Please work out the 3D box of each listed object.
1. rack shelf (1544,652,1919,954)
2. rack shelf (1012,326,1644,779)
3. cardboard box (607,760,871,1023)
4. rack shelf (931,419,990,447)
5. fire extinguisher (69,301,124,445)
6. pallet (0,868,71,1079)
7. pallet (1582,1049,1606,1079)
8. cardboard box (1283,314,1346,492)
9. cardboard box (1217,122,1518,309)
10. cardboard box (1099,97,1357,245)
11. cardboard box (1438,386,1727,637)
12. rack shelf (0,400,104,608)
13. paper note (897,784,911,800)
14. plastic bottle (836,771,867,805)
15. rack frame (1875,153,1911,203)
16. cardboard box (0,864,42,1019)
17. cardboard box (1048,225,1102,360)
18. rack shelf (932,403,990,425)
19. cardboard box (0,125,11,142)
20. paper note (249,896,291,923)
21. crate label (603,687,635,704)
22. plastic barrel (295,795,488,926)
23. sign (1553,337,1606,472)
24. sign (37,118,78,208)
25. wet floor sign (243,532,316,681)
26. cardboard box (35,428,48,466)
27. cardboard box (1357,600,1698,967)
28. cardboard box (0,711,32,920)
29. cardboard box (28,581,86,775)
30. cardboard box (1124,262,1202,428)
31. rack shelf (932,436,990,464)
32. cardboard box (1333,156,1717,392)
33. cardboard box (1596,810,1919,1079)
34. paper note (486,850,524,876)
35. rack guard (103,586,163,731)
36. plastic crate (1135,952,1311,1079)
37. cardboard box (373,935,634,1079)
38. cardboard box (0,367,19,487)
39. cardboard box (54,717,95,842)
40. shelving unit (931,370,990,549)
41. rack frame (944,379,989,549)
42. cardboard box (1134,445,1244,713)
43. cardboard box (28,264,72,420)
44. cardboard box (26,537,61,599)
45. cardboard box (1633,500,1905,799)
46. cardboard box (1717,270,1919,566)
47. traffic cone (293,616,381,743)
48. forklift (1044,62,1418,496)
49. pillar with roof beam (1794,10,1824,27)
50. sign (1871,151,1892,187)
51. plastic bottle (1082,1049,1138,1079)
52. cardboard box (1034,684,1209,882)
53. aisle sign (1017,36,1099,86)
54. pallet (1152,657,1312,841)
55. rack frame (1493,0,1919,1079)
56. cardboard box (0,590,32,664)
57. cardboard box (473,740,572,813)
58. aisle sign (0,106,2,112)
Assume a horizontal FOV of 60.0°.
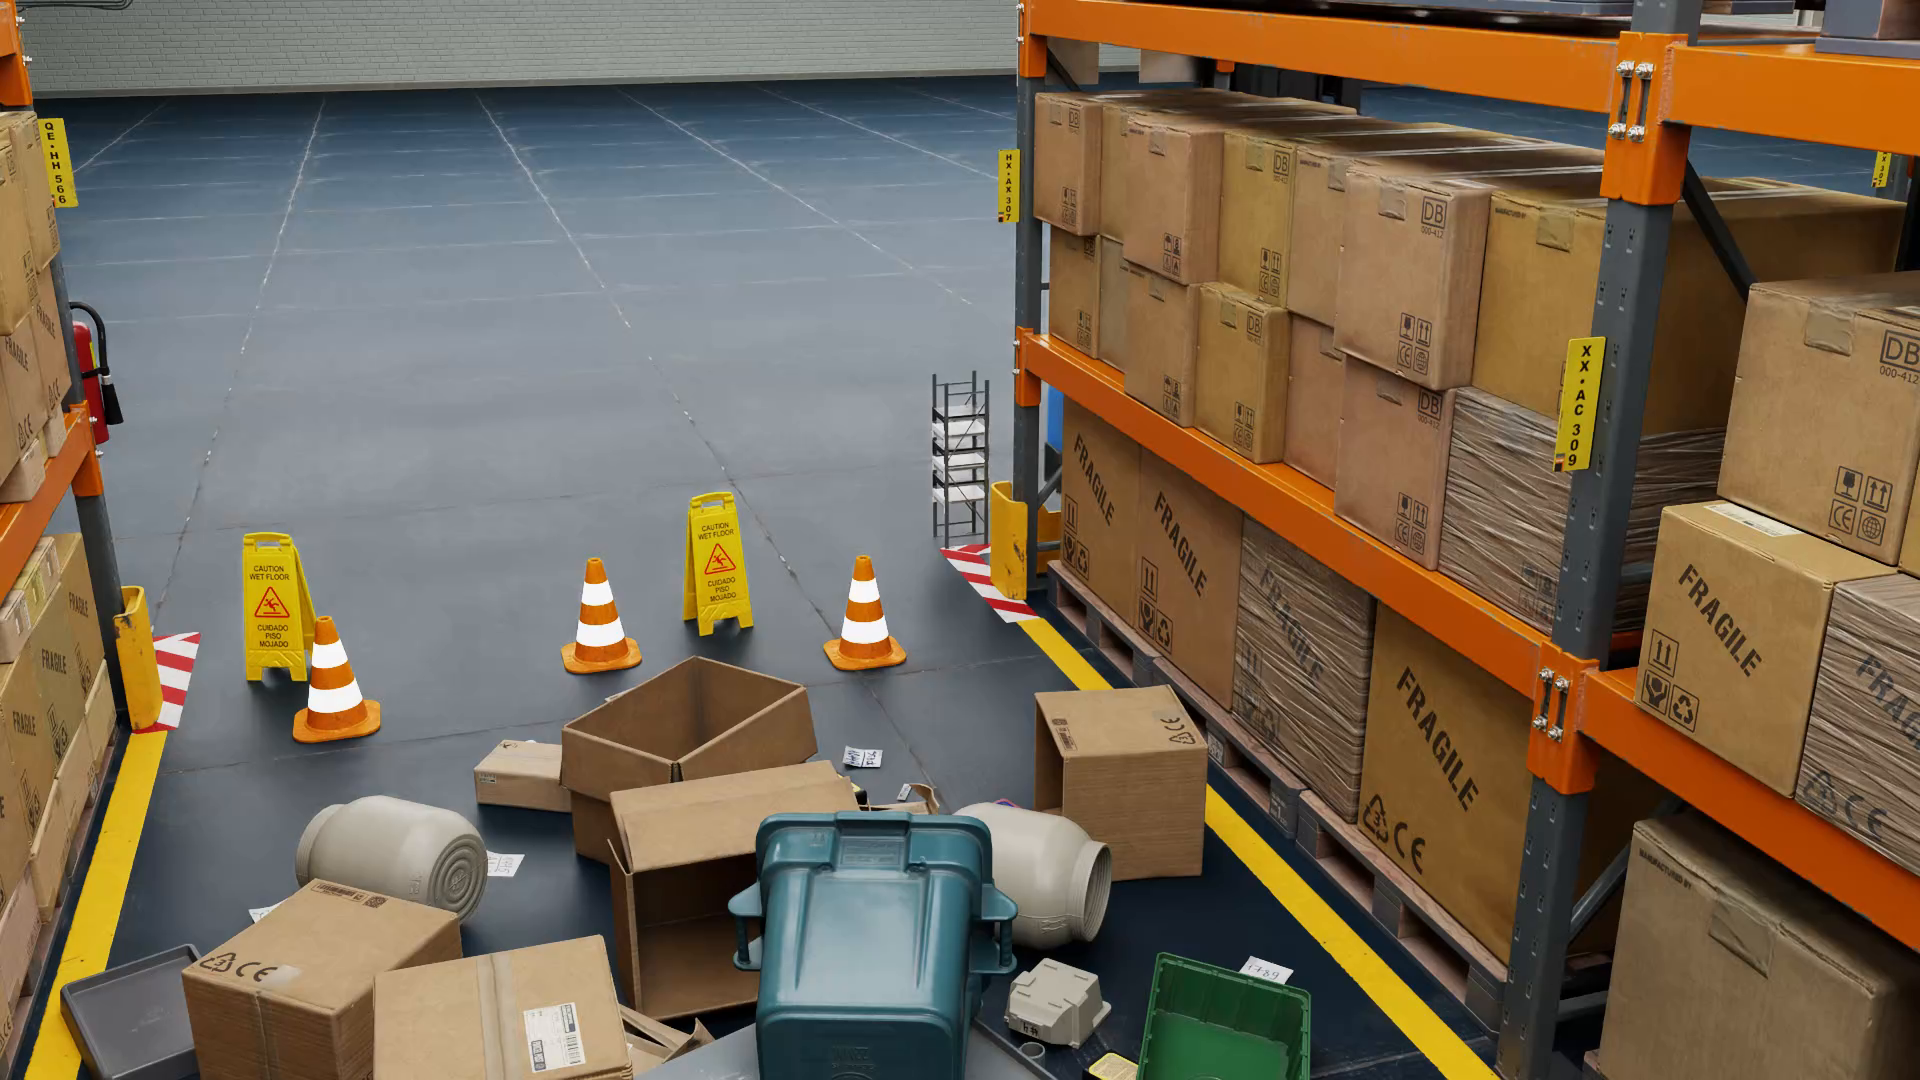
[{"bbox_3d":[2.637,1.042,2.641,1.077,0.370,4.000,-6,21,-17],"label":"rack shelf"},{"bbox_3d":[1.380,-0.241,6.215,1.077,0.370,4.000,-6,21,-17],"label":"rack shelf"},{"bbox_3d":[-0.659,1.042,5.071,0.797,0.637,0.503,-6,21,-17],"label":"cardboard box"},{"bbox_3d":[0.002,-0.559,8.708,0.258,0.077,0.200,-6,21,-17],"label":"rack shelf"},{"bbox_3d":[-3.515,-0.712,6.577,0.296,0.674,0.183,-6,21,-17],"label":"fire extinguisher"},{"bbox_3d":[-3.291,1.329,4.905,1.003,0.211,1.213,-6,21,-17],"label":"pallet"},{"bbox_3d":[2.322,1.614,4.111,1.003,0.211,1.213,-6,21,-17],"label":"pallet"},{"bbox_3d":[1.629,-0.486,5.609,0.875,0.550,0.550,-6,21,-17],"label":"cardboard box"},{"bbox_3d":[1.429,-1.160,5.890,0.875,0.550,0.500,-6,21,-17],"label":"cardboard box"},{"bbox_3d":[1.091,-1.510,6.865,0.875,0.550,0.550,-6,21,-17],"label":"cardboard box"},{"bbox_3d":[1.881,-0.126,4.607,0.875,0.550,0.550,-6,21,-17],"label":"cardboard box"},{"bbox_3d":[-3.288,0.317,4.660,1.077,0.370,4.000,-6,21,-17],"label":"rack shelf"},{"bbox_3d":[-0.208,0.948,6.261,0.032,0.001,0.123,4,20,11],"label":"paper note"},{"bbox_3d":[-0.440,0.948,6.187,0.133,0.061,0.283,-15,25,-36],"label":"plastic bottle"},{"bbox_3d":[5.492,-1.716,9.257,1.000,3.000,0.127,-6,21,-17],"label":"rack frame"},{"bbox_3d":[-2.936,1.159,4.699,0.500,0.250,0.500,-7,21,-18],"label":"cardboard box"},{"bbox_3d":[0.911,-1.178,7.537,0.875,0.550,0.550,-6,21,-17],"label":"cardboard box"},{"bbox_3d":[0.002,-0.644,8.677,0.258,0.077,0.200,-6,21,-17],"label":"rack shelf"},{"bbox_3d":[-3.396,-1.017,5.243,0.700,0.500,0.500,-6,21,-17],"label":"cardboard box"},{"bbox_3d":[-2.239,1.227,5.456,0.142,0.019,0.148,-15,25,-36],"label":"paper note"},{"bbox_3d":[-1.304,0.704,6.755,0.298,0.136,0.250,17,26,39],"label":"crate label"},{"bbox_3d":[-1.830,1.051,5.363,0.512,0.421,0.421,8,21,20],"label":"plastic barrel"},{"bbox_3d":[1.482,-0.323,3.981,0.100,0.325,0.005,-6,21,-17],"label":"sign"},{"bbox_3d":[-3.383,-1.409,6.223,0.100,0.325,0.005,-6,21,-17],"label":"sign"},{"bbox_3d":[-2.960,0.270,7.210,0.267,0.644,0.232,1,20,2],"label":"wet floor sign"},{"bbox_3d":[-3.350,-0.294,5.668,0.380,0.149,0.250,-7,21,-18],"label":"cardboard box"},{"bbox_3d":[1.877,0.655,5.177,0.875,0.875,0.875,-6,21,-16],"label":"cardboard box"},{"bbox_3d":[-2.929,0.809,4.564,0.500,0.500,0.500,-5,20,-14],"label":"cardboard box"},{"bbox_3d":[-3.250,0.477,5.489,0.500,0.500,0.500,-6,21,-15],"label":"cardboard box"},{"bbox_3d":[1.161,-0.811,6.514,0.875,0.550,0.550,-6,21,-17],"label":"cardboard box"},{"bbox_3d":[0.002,-0.474,8.738,0.258,0.077,0.200,-6,21,-17],"label":"rack shelf"},{"bbox_3d":[1.642,-0.803,4.895,0.875,0.550,0.550,-6,21,-17],"label":"cardboard box"},{"bbox_3d":[2.289,1.113,4.088,1.050,0.750,0.750,-6,21,-17],"label":"cardboard box"},{"bbox_3d":[-1.605,1.120,5.770,0.148,0.019,0.142,1,20,2],"label":"paper note"},{"bbox_3d":[-3.892,0.538,6.680,1.175,0.500,0.348,-6,21,-17],"label":"rack guard"},{"bbox_3d":[0.710,1.442,4.540,0.450,0.188,0.662,13,22,7],"label":"plastic crate"},{"bbox_3d":[-0.979,1.242,3.600,0.500,0.500,0.500,-6,21,-17],"label":"cardboard box"},{"bbox_3d":[-3.177,-0.383,4.958,0.500,0.500,0.500,-6,21,-17],"label":"cardboard box"},{"bbox_3d":[-3.251,0.831,5.612,0.500,0.250,0.500,-6,21,-17],"label":"cardboard box"},{"bbox_3d":[0.002,-0.421,8.757,0.258,0.900,0.210,-6,21,-17],"label":"shelving unit"},{"bbox_3d":[0.034,-0.388,8.666,0.240,0.900,0.006,-6,21,-17],"label":"rack frame"},{"bbox_3d":[1.306,0.073,6.796,0.875,0.875,0.875,-7,21,-18],"label":"cardboard box"},{"bbox_3d":[-3.484,-0.705,5.855,0.500,0.500,0.500,-7,21,-18],"label":"cardboard box"},{"bbox_3d":[-3.238,0.115,5.536,0.380,0.149,0.250,-6,21,-16],"label":"cardboard box"},{"bbox_3d":[1.918,0.212,3.740,0.500,0.500,0.500,-6,21,-17],"label":"cardboard box"},{"bbox_3d":[2.170,-0.297,3.679,0.700,0.500,0.500,-7,21,-18],"label":"cardboard box"},{"bbox_3d":[-2.556,0.532,6.752,0.336,0.463,0.334,-6,21,-17],"label":"traffic cone"},{"bbox_3d":[2.064,-1.648,9.170,3.031,2.935,1.130,-5,20,-15],"label":"forklift"},{"bbox_3d":[10.895,-11.305,27.077,9.100,9.000,0.400,-6,21,-17],"label":"pillar with roof beam"},{"bbox_3d":[4.976,-2.066,8.950,0.100,0.325,0.005,-6,21,-17],"label":"sign"},{"bbox_3d":[0.489,1.517,4.603,0.283,0.061,0.133,17,26,39],"label":"plastic bottle"},{"bbox_3d":[0.546,0.848,5.812,0.500,0.500,0.500,-3,20,-8],"label":"cardboard box"},{"bbox_3d":[0.444,-2.436,7.415,0.394,0.787,0.004,-6,21,-17],"label":"aisle sign"},{"bbox_3d":[1.457,0.730,6.572,1.003,0.211,1.213,-6,21,-17],"label":"pallet"},{"bbox_3d":[2.008,0.062,4.306,1.000,3.000,0.127,-6,21,-17],"label":"rack frame"},{"bbox_3d":[-3.081,0.281,5.075,0.380,0.149,0.250,-5,20,-15],"label":"cardboard box"},{"bbox_3d":[-1.587,0.884,6.235,0.380,0.149,0.250,4,20,11],"label":"cardboard box"},{"bbox_3d":[-3.660,-1.937,6.027,0.394,0.787,0.004,-6,21,-17],"label":"aisle sign"}]
